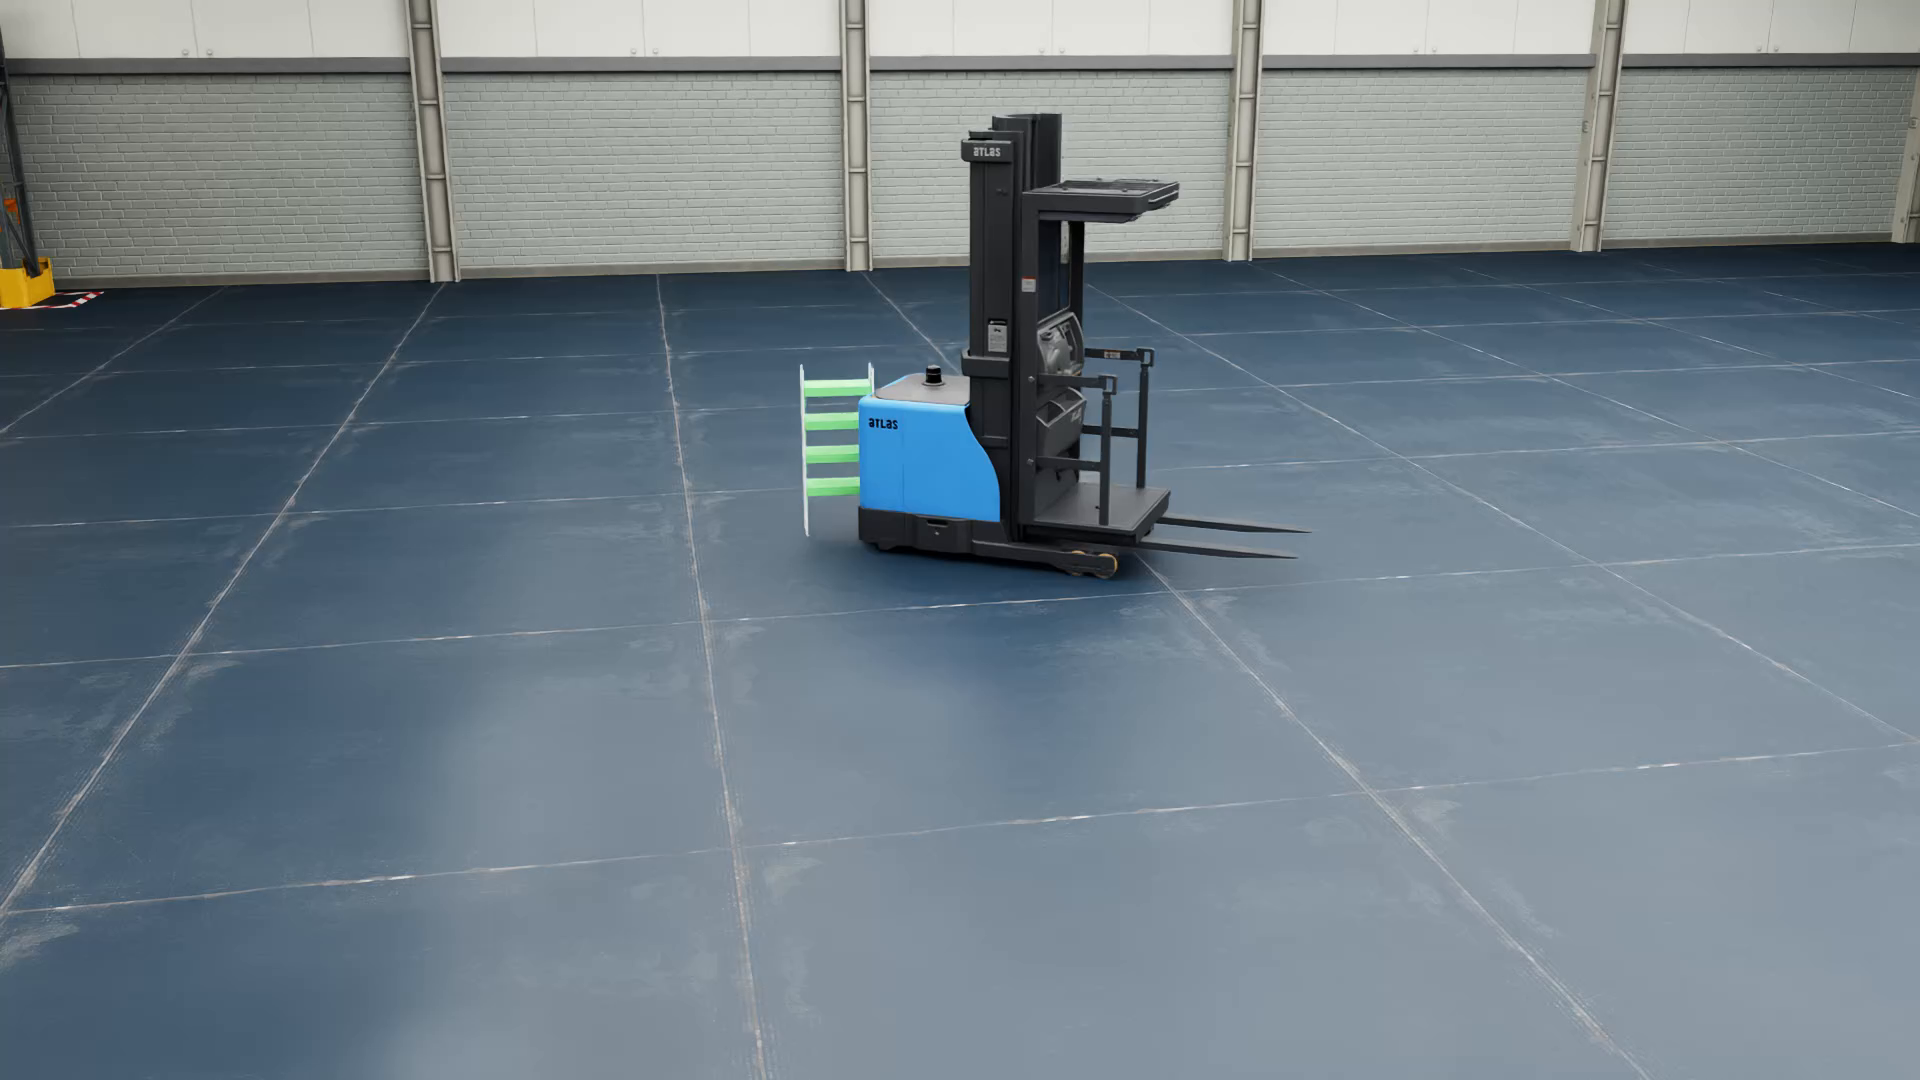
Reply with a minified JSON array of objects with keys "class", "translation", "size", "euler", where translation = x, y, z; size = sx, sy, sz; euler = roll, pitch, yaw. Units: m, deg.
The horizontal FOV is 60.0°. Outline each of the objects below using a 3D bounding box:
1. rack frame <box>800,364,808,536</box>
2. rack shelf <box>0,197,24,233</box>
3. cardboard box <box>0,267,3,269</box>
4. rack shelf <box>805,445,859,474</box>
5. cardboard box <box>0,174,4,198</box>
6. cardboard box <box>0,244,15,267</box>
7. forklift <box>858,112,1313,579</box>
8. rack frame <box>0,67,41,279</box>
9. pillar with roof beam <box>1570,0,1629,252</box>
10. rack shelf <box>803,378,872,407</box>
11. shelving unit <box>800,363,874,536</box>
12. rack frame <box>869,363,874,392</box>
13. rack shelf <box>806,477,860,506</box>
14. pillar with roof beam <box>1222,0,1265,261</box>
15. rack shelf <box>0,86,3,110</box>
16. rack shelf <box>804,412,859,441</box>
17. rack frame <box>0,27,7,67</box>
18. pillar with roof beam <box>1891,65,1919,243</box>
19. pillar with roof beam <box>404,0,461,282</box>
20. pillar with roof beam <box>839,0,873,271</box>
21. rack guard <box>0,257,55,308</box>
[{"class":"rack frame","translation":[-1.111,-0.636,11.839],"size":[0.015,1.200,0.240],"euler":[-2,17,-7]},{"class":"rack shelf","translation":[-14.424,-4.170,21.506],"size":[4.000,0.370,1.077],"euler":[-3,17,-10]},{"class":"cardboard box","translation":[-12.980,-3.541,22.200],"size":[0.500,0.250,0.500],"euler":[-3,17,-10]},{"class":"rack shelf","translation":[-0.869,-0.584,11.889],"size":[0.480,0.148,0.258],"euler":[-2,17,-7]},{"class":"cardboard box","translation":[-13.000,-4.726,21.919],"size":[0.500,0.500,0.500],"euler":[-3,17,-9]},{"class":"cardboard box","translation":[-12.962,-3.785,22.142],"size":[0.500,0.250,0.500],"euler":[-3,17,-9]},{"class":"forklift","translation":[0.864,-1.321,11.119],"size":[3.031,2.935,1.130],"euler":[6,18,19]},{"class":"rack frame","translation":[-12.461,-4.626,21.763],"size":[0.127,3.000,1.000],"euler":[-3,17,-10]},{"class":"pillar with roof beam","translation":[11.066,-7.810,21.914],"size":[0.400,9.000,9.100],"euler":[-3,17,-10]},{"class":"rack shelf","translation":[-0.869,-1.043,11.748],"size":[0.480,0.148,0.258],"euler":[-2,17,-7]},{"class":"shelving unit","translation":[-0.869,-0.645,11.870],"size":[0.503,1.200,0.258],"euler":[-2,17,-7]},{"class":"rack frame","translation":[-0.627,-0.655,11.901],"size":[0.015,1.200,0.240],"euler":[-2,17,-7]},{"class":"rack shelf","translation":[-0.869,-0.355,11.959],"size":[0.480,0.148,0.258],"euler":[-2,17,-7]},{"class":"pillar with roof beam","translation":[5.175,-7.476,20.826],"size":[0.400,9.000,9.100],"euler":[-3,17,-10]},{"class":"rack shelf","translation":[-14.424,-5.604,21.066],"size":[4.000,0.370,1.077],"euler":[-3,17,-10]},{"class":"rack shelf","translation":[-0.869,-0.814,11.818],"size":[0.480,0.148,0.258],"euler":[-2,17,-7]},{"class":"rack frame","translation":[-12.461,-7.494,20.883],"size":[0.127,3.000,1.000],"euler":[-3,17,-10]},{"class":"pillar with roof beam","translation":[16.957,-8.144,23.002],"size":[0.400,9.000,9.100],"euler":[-3,17,-10]},{"class":"pillar with roof beam","translation":[-6.607,-6.808,18.650],"size":[0.400,9.000,9.100],"euler":[-3,17,-10]},{"class":"pillar with roof beam","translation":[-0.716,-7.142,19.738],"size":[0.400,9.000,9.100],"euler":[-3,17,-10]},{"class":"rack guard","translation":[-12.437,-3.432,22.135],"size":[0.348,0.500,1.175],"euler":[-3,17,-10]}]
